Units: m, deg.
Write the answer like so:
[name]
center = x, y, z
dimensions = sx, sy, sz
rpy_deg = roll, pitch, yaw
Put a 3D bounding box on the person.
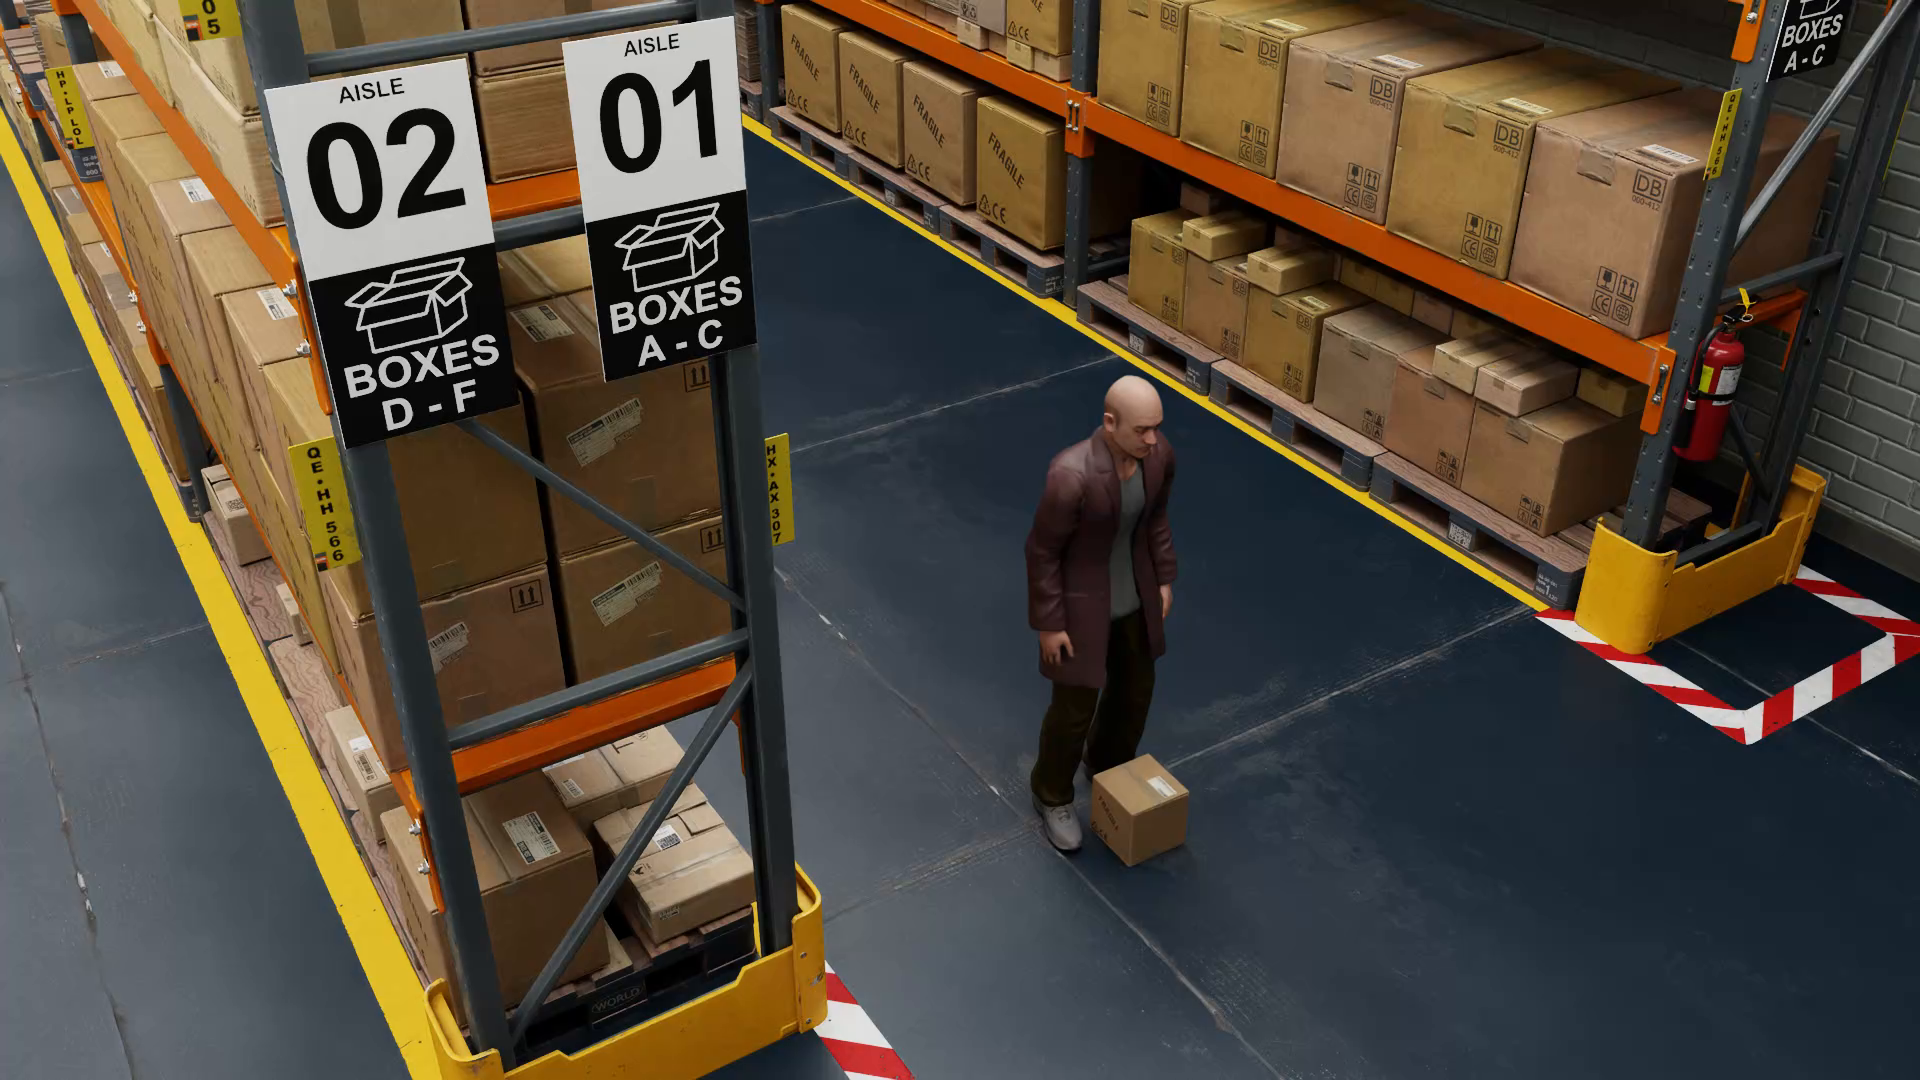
[person]
center = 0.508, 0.224, 5.797
dimensions = 0.640, 1.772, 0.428
rpy_deg = -21, 38, -29
